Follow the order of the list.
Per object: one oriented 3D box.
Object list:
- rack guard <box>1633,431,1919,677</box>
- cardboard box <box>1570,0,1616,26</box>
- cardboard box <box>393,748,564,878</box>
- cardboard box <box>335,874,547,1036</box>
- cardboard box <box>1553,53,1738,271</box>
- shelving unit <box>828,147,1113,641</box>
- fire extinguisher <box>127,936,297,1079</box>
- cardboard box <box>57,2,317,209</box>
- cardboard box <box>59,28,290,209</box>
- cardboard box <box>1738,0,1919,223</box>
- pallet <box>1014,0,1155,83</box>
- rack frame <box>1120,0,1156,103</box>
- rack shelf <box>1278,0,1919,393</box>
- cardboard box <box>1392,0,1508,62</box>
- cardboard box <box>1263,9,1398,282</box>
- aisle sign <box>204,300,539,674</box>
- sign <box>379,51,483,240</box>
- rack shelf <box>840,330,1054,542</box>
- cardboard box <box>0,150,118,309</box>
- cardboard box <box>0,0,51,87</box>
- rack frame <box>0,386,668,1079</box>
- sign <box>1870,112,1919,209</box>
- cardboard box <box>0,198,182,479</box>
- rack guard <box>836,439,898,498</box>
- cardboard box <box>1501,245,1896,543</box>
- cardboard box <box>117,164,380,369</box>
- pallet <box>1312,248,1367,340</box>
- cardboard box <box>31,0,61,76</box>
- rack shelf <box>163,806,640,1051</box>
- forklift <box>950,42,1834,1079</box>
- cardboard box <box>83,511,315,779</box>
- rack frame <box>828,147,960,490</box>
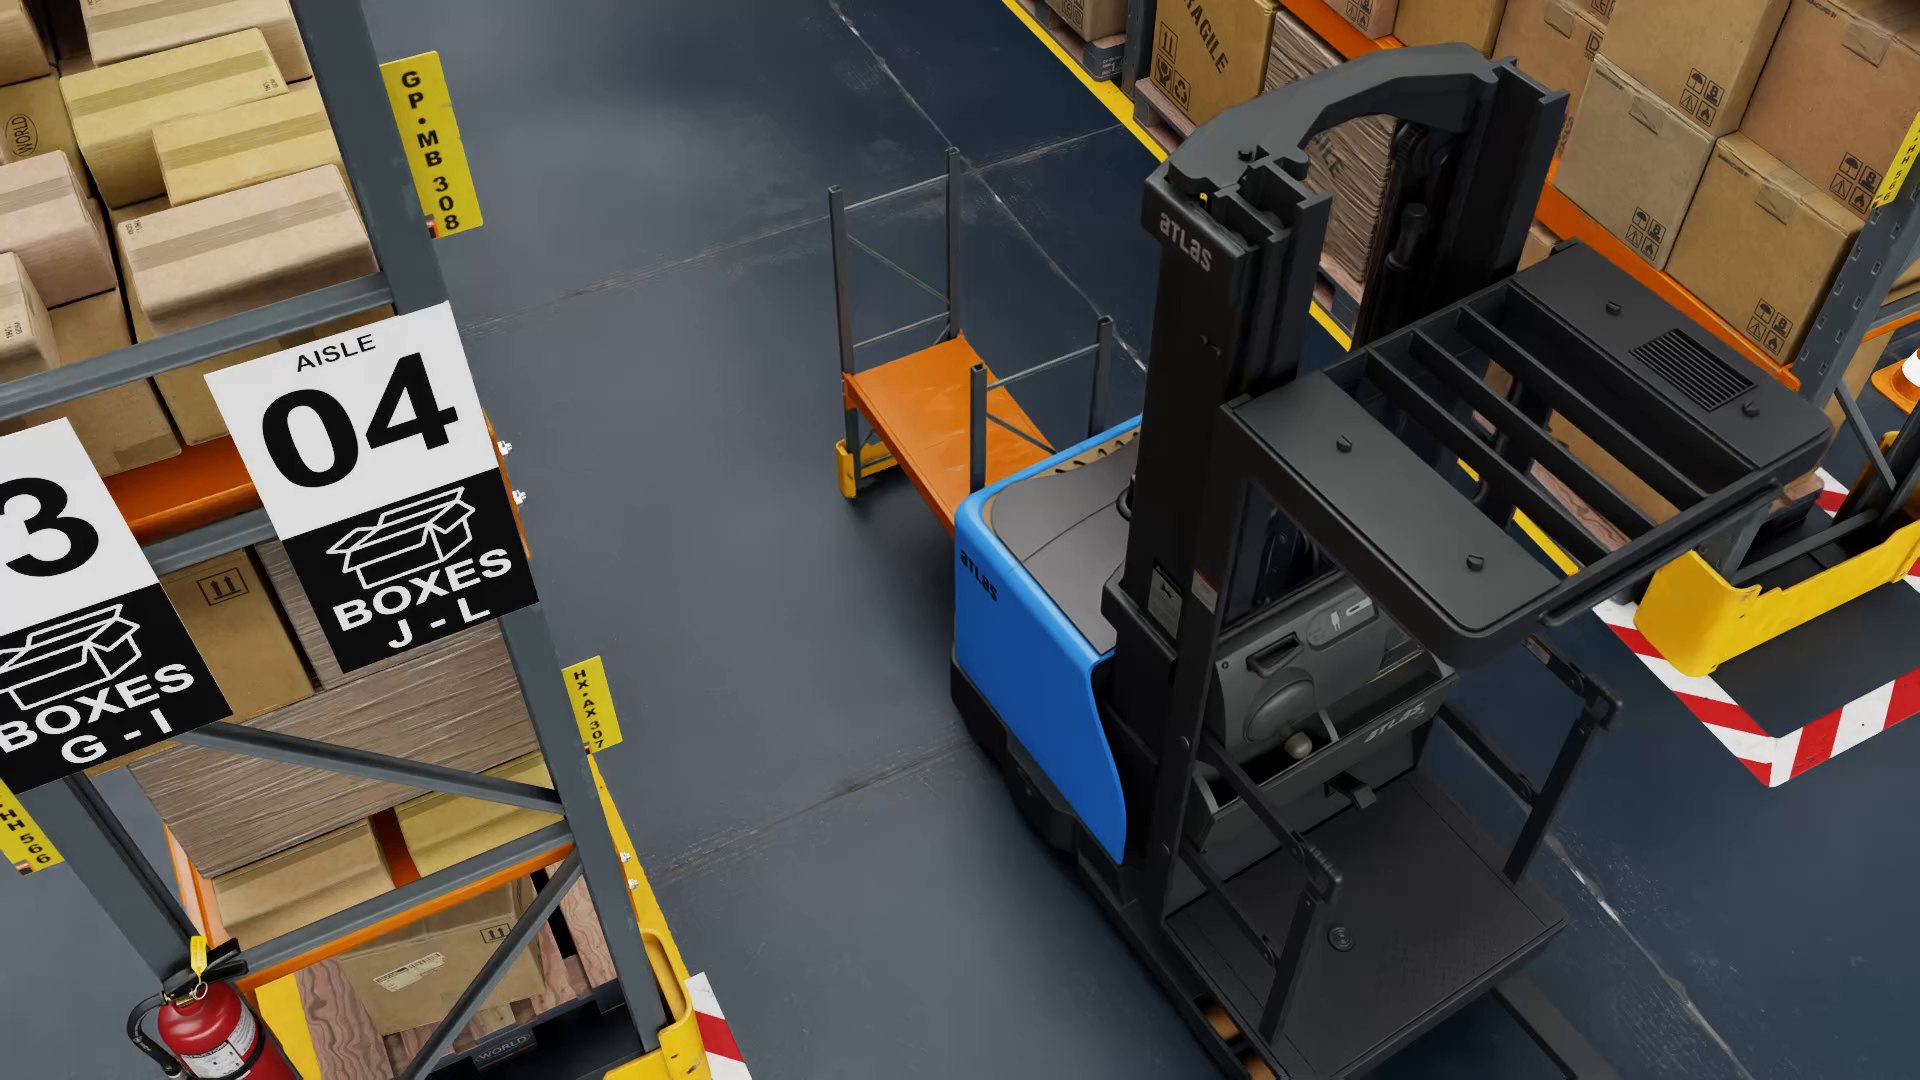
[{"bbox_3d":[3.153,0.048,6.269,1.175,0.500,0.348,-21,52,-18],"label":"rack guard"},{"bbox_3d":[2.537,-2.216,5.771,0.875,0.550,0.550,-21,52,-18],"label":"cardboard box"},{"bbox_3d":[-1.233,0.660,4.240,0.380,0.149,0.250,-21,52,-18],"label":"cardboard box"},{"bbox_3d":[-1.586,1.111,5.060,0.500,0.500,0.500,-13,50,-11],"label":"cardboard box"},{"bbox_3d":[2.661,-1.434,5.804,0.875,0.550,0.550,-21,52,-18],"label":"cardboard box"},{"bbox_3d":[0.012,-0.463,6.051,0.587,1.500,1.083,-22,52,-18],"label":"shelving unit"},{"bbox_3d":[-1.672,1.111,3.730,0.296,0.674,0.183,-21,52,-18],"label":"fire extinguisher"},{"bbox_3d":[-1.547,-0.843,3.494,0.500,0.250,0.500,-22,52,-18],"label":"cardboard box"},{"bbox_3d":[-1.493,-0.817,3.206,0.380,0.149,0.250,-22,52,-18],"label":"cardboard box"},{"bbox_3d":[3.006,-1.458,5.108,0.875,0.550,0.550,-21,52,-18],"label":"cardboard box"},{"bbox_3d":[0.891,-3.041,9.162,1.003,0.211,1.213,-21,52,-18],"label":"pallet"},{"bbox_3d":[1.311,-3.468,7.683,1.000,3.000,0.127,-21,52,-18],"label":"rack frame"},{"bbox_3d":[2.227,-1.893,6.783,1.077,0.370,4.000,-21,52,-18],"label":"rack shelf"},{"bbox_3d":[2.237,-2.192,6.468,0.875,0.550,0.500,-21,52,-18],"label":"cardboard box"},{"bbox_3d":[1.953,-1.860,7.409,0.875,0.875,0.875,-21,52,-17],"label":"cardboard box"},{"bbox_3d":[-1.020,-0.068,2.982,0.394,0.787,0.004,-21,52,-18],"label":"aisle sign"},{"bbox_3d":[-0.832,-0.612,2.612,0.100,0.325,0.005,-21,52,-18],"label":"sign"},{"bbox_3d":[0.016,-0.338,6.181,0.538,0.185,1.000,-22,52,-18],"label":"rack shelf"},{"bbox_3d":[-1.734,-0.513,2.940,0.380,0.149,0.250,-23,53,-19],"label":"cardboard box"},{"bbox_3d":[-2.095,-1.026,3.389,0.380,0.149,0.250,-21,52,-17],"label":"cardboard box"},{"bbox_3d":[-1.315,0.850,3.907,1.000,3.000,0.127,-21,52,-18],"label":"rack frame"},{"bbox_3d":[2.653,-1.073,4.661,0.100,0.325,0.005,-21,52,-18],"label":"sign"},{"bbox_3d":[-1.761,-0.324,3.040,0.500,0.250,0.500,-20,52,-17],"label":"cardboard box"},{"bbox_3d":[-0.226,-0.381,6.810,0.587,0.250,0.087,-22,52,-18],"label":"rack guard"},{"bbox_3d":[2.773,-0.661,6.360,0.875,0.875,0.875,-21,52,-17],"label":"cardboard box"},{"bbox_3d":[-1.235,-0.484,2.915,0.380,0.149,0.250,-22,52,-18],"label":"cardboard box"},{"bbox_3d":[2.152,-1.197,7.549,1.003,0.211,1.213,-21,52,-18],"label":"pallet"},{"bbox_3d":[-2.219,-1.003,3.634,0.500,0.250,0.500,-20,52,-17],"label":"cardboard box"},{"bbox_3d":[-2.230,-0.252,5.348,1.077,0.370,4.000,-21,52,-18],"label":"rack shelf"},{"bbox_3d":[1.181,0.362,4.379,1.130,2.935,3.031,-26,54,-21],"label":"forklift"},{"bbox_3d":[-1.786,0.107,3.628,0.500,0.500,0.500,-21,52,-18],"label":"cardboard box"},{"bbox_3d":[-0.227,-0.793,6.340,0.500,1.500,0.032,-22,52,-18],"label":"rack frame"}]
